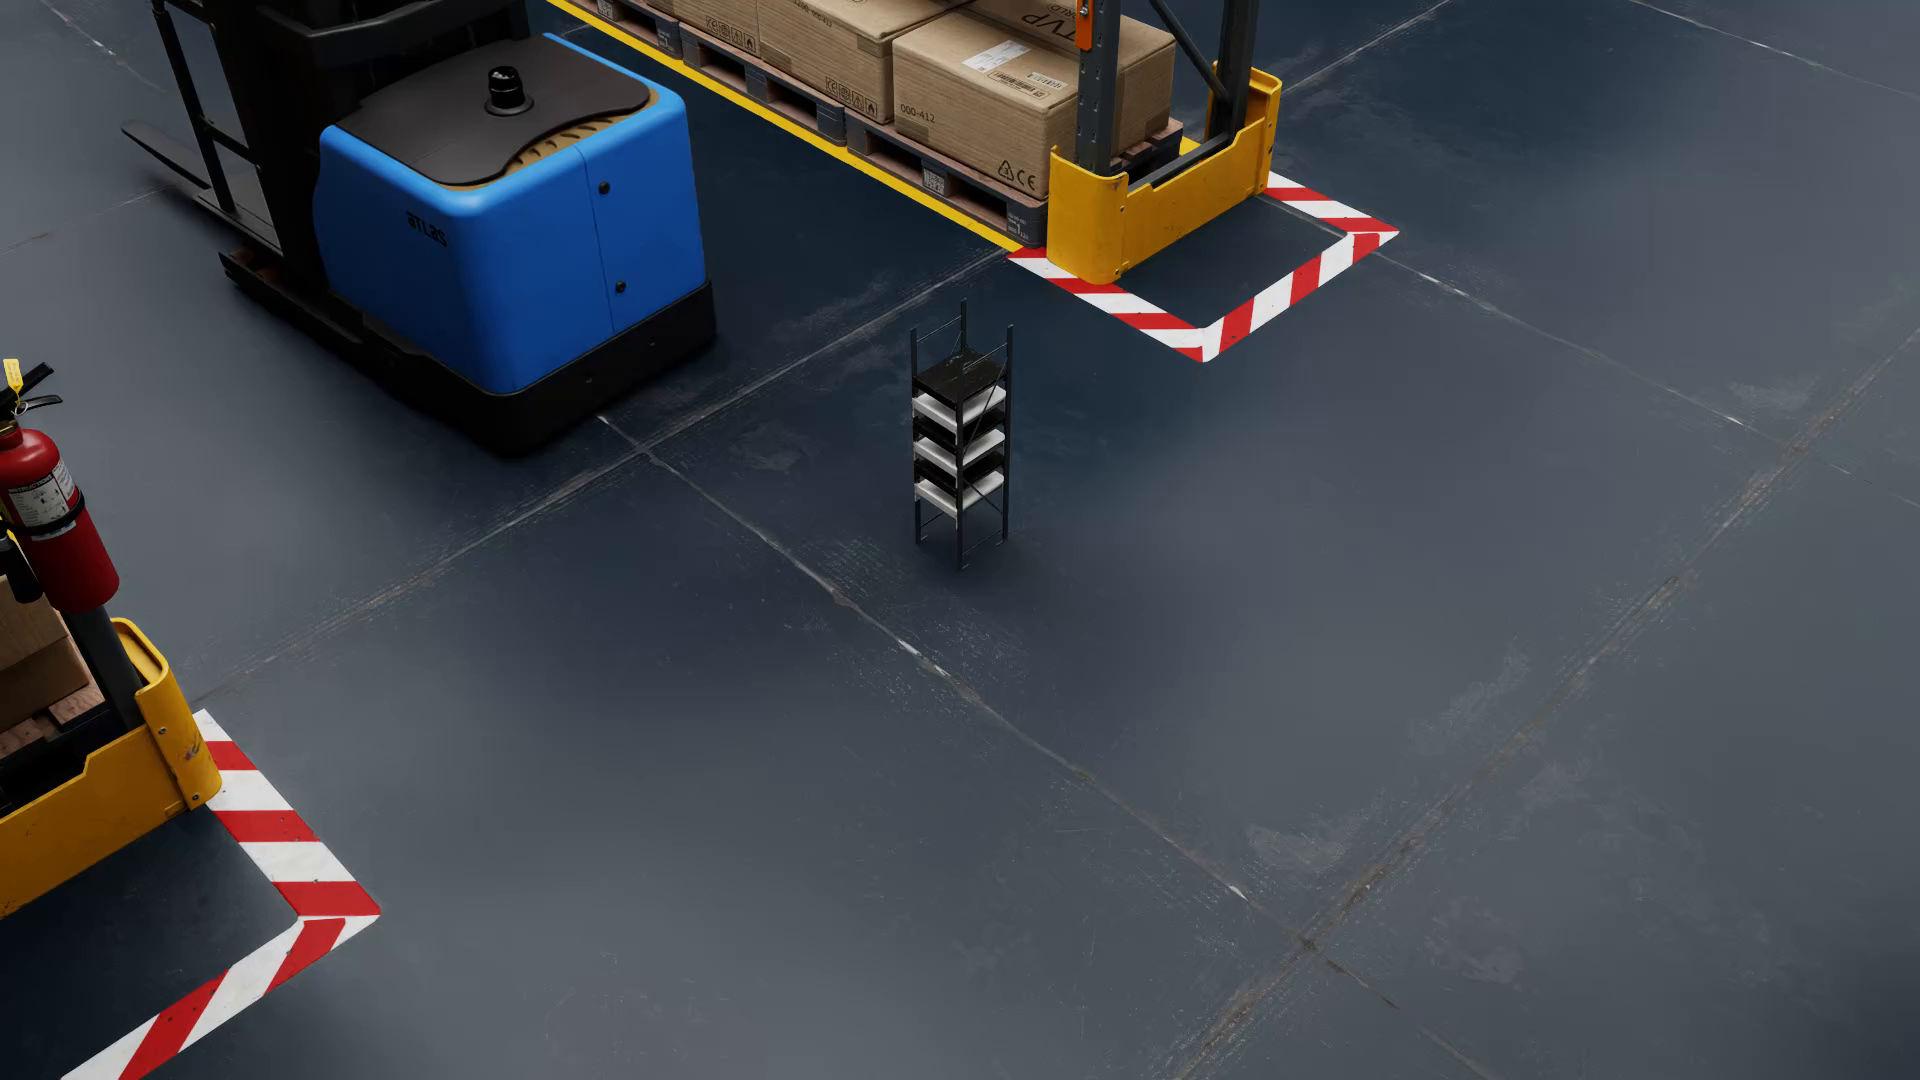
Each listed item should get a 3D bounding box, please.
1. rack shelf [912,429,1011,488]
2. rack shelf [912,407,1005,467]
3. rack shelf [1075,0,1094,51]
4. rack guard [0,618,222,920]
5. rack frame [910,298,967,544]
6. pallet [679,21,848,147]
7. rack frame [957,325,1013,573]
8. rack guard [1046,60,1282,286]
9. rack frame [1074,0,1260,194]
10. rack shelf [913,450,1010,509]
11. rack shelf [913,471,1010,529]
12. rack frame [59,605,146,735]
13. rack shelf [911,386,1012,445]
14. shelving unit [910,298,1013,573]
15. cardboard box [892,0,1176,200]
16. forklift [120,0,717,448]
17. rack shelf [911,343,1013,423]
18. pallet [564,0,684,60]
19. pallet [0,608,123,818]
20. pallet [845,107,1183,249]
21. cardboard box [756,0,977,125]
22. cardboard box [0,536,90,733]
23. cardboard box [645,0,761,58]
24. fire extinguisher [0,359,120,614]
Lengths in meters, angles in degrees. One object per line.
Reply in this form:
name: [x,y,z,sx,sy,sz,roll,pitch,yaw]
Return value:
rack shelf: [0.006,-0.302,5.463,0.258,0.077,0.200,-34,53,-31]
rack shelf: [0.006,-0.368,5.402,0.258,0.077,0.200,-34,53,-31]
rack shelf: [-0.555,-3.208,7.542,1.077,0.370,4.000,-34,53,-31]
rack guard: [-2.708,0.751,4.569,1.175,0.500,0.348,-34,53,-31]
rack frame: [-0.066,-0.375,5.493,0.240,0.900,0.006,-34,53,-31]
pallet: [-0.620,-2.420,8.214,1.003,0.211,1.213,-34,53,-31]
rack frame: [0.078,-0.278,5.388,0.240,0.900,0.006,-34,53,-31]
rack guard: [0.874,-1.582,7.094,1.175,0.500,0.348,-34,53,-31]
rack frame: [0.857,-2.512,6.258,1.000,3.000,0.127,-34,53,-31]
rack shelf: [0.006,-0.236,5.524,0.258,0.077,0.200,-34,53,-31]
rack shelf: [0.006,-0.170,5.585,0.258,0.077,0.200,-34,53,-31]
rack frame: [-2.655,-0.131,3.681,1.000,3.000,0.127,-34,53,-31]
rack shelf: [0.006,-0.434,5.341,0.258,0.077,0.200,-34,53,-31]
shelving unit: [0.006,-0.327,5.440,0.258,0.900,0.210,-34,53,-31]
cardboard box: [0.320,-1.994,7.276,0.875,0.438,0.875,32,52,30]
forklift: [-2.399,-2.268,6.044,3.031,2.935,1.130,31,51,29]
rack shelf: [0.006,-0.500,5.280,0.258,0.077,0.200,-34,53,-31]
pallet: [-1.486,-3.007,8.848,1.003,0.211,1.213,-34,53,-31]
pallet: [-3.272,0.474,5.081,1.003,0.211,1.213,-34,53,-31]
pallet: [0.237,-1.834,7.579,1.003,0.211,1.213,-34,53,-31]
cardboard box: [-0.332,-2.430,7.748,0.875,0.438,0.875,-33,52,-30]
cardboard box: [-3.020,0.292,4.753,0.637,0.503,0.797,32,52,30]
cardboard box: [-0.968,-2.864,8.217,0.875,0.438,0.875,33,52,30]
fire extinguisher: [-2.224,-0.116,3.997,0.296,0.674,0.183,-34,53,-31]
